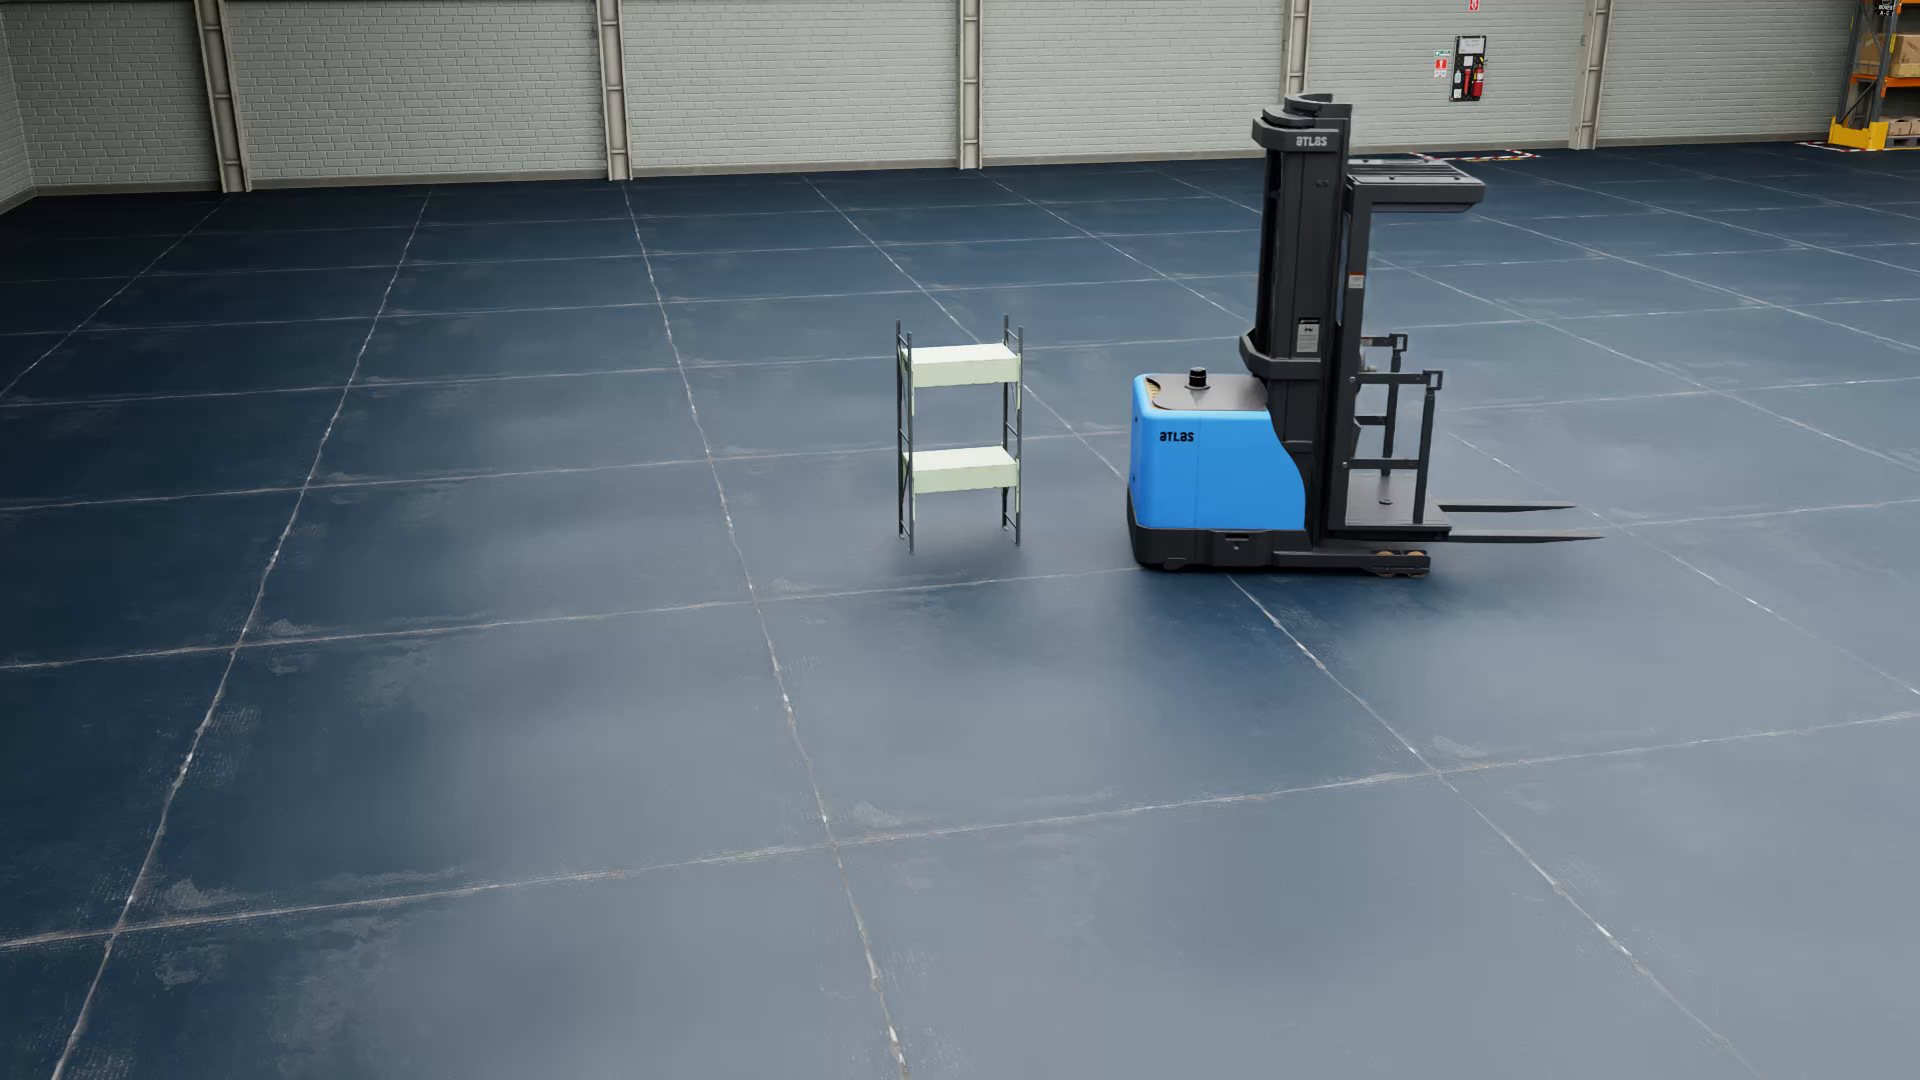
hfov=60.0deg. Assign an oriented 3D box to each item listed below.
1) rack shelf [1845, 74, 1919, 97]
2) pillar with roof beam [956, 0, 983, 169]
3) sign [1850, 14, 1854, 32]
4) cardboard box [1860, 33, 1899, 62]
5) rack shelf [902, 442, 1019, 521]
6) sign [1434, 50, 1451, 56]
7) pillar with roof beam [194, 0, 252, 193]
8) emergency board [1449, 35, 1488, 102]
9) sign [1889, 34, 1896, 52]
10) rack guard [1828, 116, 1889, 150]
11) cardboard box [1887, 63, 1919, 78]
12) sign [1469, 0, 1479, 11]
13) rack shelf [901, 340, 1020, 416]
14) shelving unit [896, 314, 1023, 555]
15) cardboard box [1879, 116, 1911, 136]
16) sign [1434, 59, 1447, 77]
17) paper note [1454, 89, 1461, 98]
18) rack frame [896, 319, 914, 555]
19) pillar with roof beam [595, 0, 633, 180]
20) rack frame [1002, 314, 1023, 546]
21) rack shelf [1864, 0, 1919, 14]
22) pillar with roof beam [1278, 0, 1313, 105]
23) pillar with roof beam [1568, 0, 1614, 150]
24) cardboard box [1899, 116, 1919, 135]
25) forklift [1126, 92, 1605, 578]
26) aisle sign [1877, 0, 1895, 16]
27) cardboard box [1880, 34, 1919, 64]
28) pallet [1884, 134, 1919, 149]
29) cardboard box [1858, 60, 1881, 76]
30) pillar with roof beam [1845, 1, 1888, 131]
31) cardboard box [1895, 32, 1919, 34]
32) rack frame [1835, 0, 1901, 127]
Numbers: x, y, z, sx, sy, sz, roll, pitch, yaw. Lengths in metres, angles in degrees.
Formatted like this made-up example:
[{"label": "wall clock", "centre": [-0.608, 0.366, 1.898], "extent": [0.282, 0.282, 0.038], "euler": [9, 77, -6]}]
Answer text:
[{"label": "rack shelf", "centre": [19.142, -8.825, 32.091], "extent": [4.000, 0.370, 1.077], "euler": [-5, 21, -12]}, {"label": "pillar with roof beam", "centre": [1.151, -9.301, 23.621], "extent": [0.400, 9.000, 9.100], "euler": [-5, 21, -12]}, {"label": "sign", "centre": [17.087, -9.884, 31.793], "extent": [0.005, 0.325, 0.100], "euler": [-5, 21, -12]}, {"label": "cardboard box", "centre": [17.605, -9.404, 31.724], "extent": [0.500, 0.500, 0.500], "euler": [-5, 21, -13]}, {"label": "rack shelf", "centre": [-0.006, -0.398, 11.167], "extent": [0.720, 0.370, 0.431], "euler": [-5, 21, -12]}, {"label": "sign", "centre": [8.869, -8.945, 30.551], "extent": [0.331, 0.109, 0.001], "euler": [-5, 21, -12]}, {"label": "pillar with roof beam", "centre": [-10.527, -8.351, 21.029], "extent": [0.400, 9.000, 9.100], "euler": [-5, 21, -12]}, {"label": "emergency board", "centre": [9.425, -8.692, 30.681], "extent": [0.643, 1.169, 0.194], "euler": [-5, 21, -12]}, {"label": "sign", "centre": [17.320, -9.229, 30.890], "extent": [0.005, 0.325, 0.100], "euler": [-5, 21, -12]}, {"label": "rack guard", "centre": [17.269, -7.837, 31.981], "extent": [0.348, 0.500, 1.175], "euler": [-5, 21, -12]}, {"label": "cardboard box", "centre": [17.743, -8.876, 31.372], "extent": [0.500, 0.250, 0.500], "euler": [-5, 21, -14]}, {"label": "sign", "centre": [9.394, -9.813, 30.371], "extent": [0.199, 0.298, 0.001], "euler": [-5, 21, -12]}, {"label": "rack shelf", "centre": [-0.006, -1.070, 10.921], "extent": [0.720, 0.370, 0.431], "euler": [-5, 21, -12]}, {"label": "shelving unit", "centre": [-0.006, -0.704, 11.055], "extent": [0.755, 1.500, 0.431], "euler": [-5, 21, -12]}, {"label": "cardboard box", "centre": [17.889, -7.973, 31.989], "extent": [0.500, 0.311, 0.500], "euler": [-7, 21, -19]}, {"label": "sign", "centre": [8.863, -8.699, 30.649], "extent": [0.234, 0.329, 0.001], "euler": [-5, 21, -12]}, {"label": "paper note", "centre": [9.237, -8.287, 30.857], "extent": [0.142, 0.148, 0.016], "euler": [-5, 21, -12]}, {"label": "rack frame", "centre": [-0.363, -0.675, 10.976], "extent": [0.023, 1.500, 0.400], "euler": [-5, 21, -12]}, {"label": "pillar with roof beam", "centre": [-4.688, -8.826, 22.325], "extent": [0.400, 9.000, 9.100], "euler": [-5, 21, -12]}, {"label": "rack frame", "centre": [0.350, -0.733, 11.134], "extent": [0.023, 1.500, 0.400], "euler": [-5, 21, -12]}, {"label": "rack shelf", "centre": [19.142, -10.233, 31.575], "extent": [4.000, 0.370, 1.077], "euler": [-5, 21, -12]}, {"label": "pillar with roof beam", "centre": [6.990, -9.775, 24.918], "extent": [0.400, 9.000, 9.100], "euler": [-5, 21, -12]}, {"label": "pillar with roof beam", "centre": [12.829, -10.250, 26.214], "extent": [0.400, 9.000, 9.100], "euler": [-5, 21, -12]}, {"label": "cardboard box", "centre": [18.444, -8.018, 32.112], "extent": [0.500, 0.311, 0.500], "euler": [-3, 20, -8]}, {"label": "forklift", "centre": [2.659, -1.320, 10.657], "extent": [3.031, 2.935, 1.130], "euler": [1, 20, 2]}, {"label": "aisle sign", "centre": [17.194, -10.119, 30.798], "extent": [0.004, 0.787, 0.394], "euler": [-5, 21, -12]}, {"label": "cardboard box", "centre": [17.729, -9.233, 31.257], "extent": [0.500, 0.500, 0.500], "euler": [-5, 21, -12]}, {"label": "pallet", "centre": [18.068, -7.753, 32.174], "extent": [1.213, 0.211, 1.003], "euler": [-5, 21, -12]}, {"label": "cardboard box", "centre": [17.605, -9.045, 31.835], "extent": [0.500, 0.250, 0.500], "euler": [-4, 21, -12]}, {"label": "pillar with roof beam", "centre": [18.668, -10.725, 27.511], "extent": [0.400, 9.000, 9.100], "euler": [-5, 21, -12]}, {"label": "cardboard box", "centre": [18.097, -9.440, 31.824], "extent": [0.500, 0.500, 0.500], "euler": [-4, 21, -12]}, {"label": "rack frame", "centre": [17.195, -9.004, 31.535], "extent": [0.127, 3.000, 1.000], "euler": [-5, 21, -12]}]
